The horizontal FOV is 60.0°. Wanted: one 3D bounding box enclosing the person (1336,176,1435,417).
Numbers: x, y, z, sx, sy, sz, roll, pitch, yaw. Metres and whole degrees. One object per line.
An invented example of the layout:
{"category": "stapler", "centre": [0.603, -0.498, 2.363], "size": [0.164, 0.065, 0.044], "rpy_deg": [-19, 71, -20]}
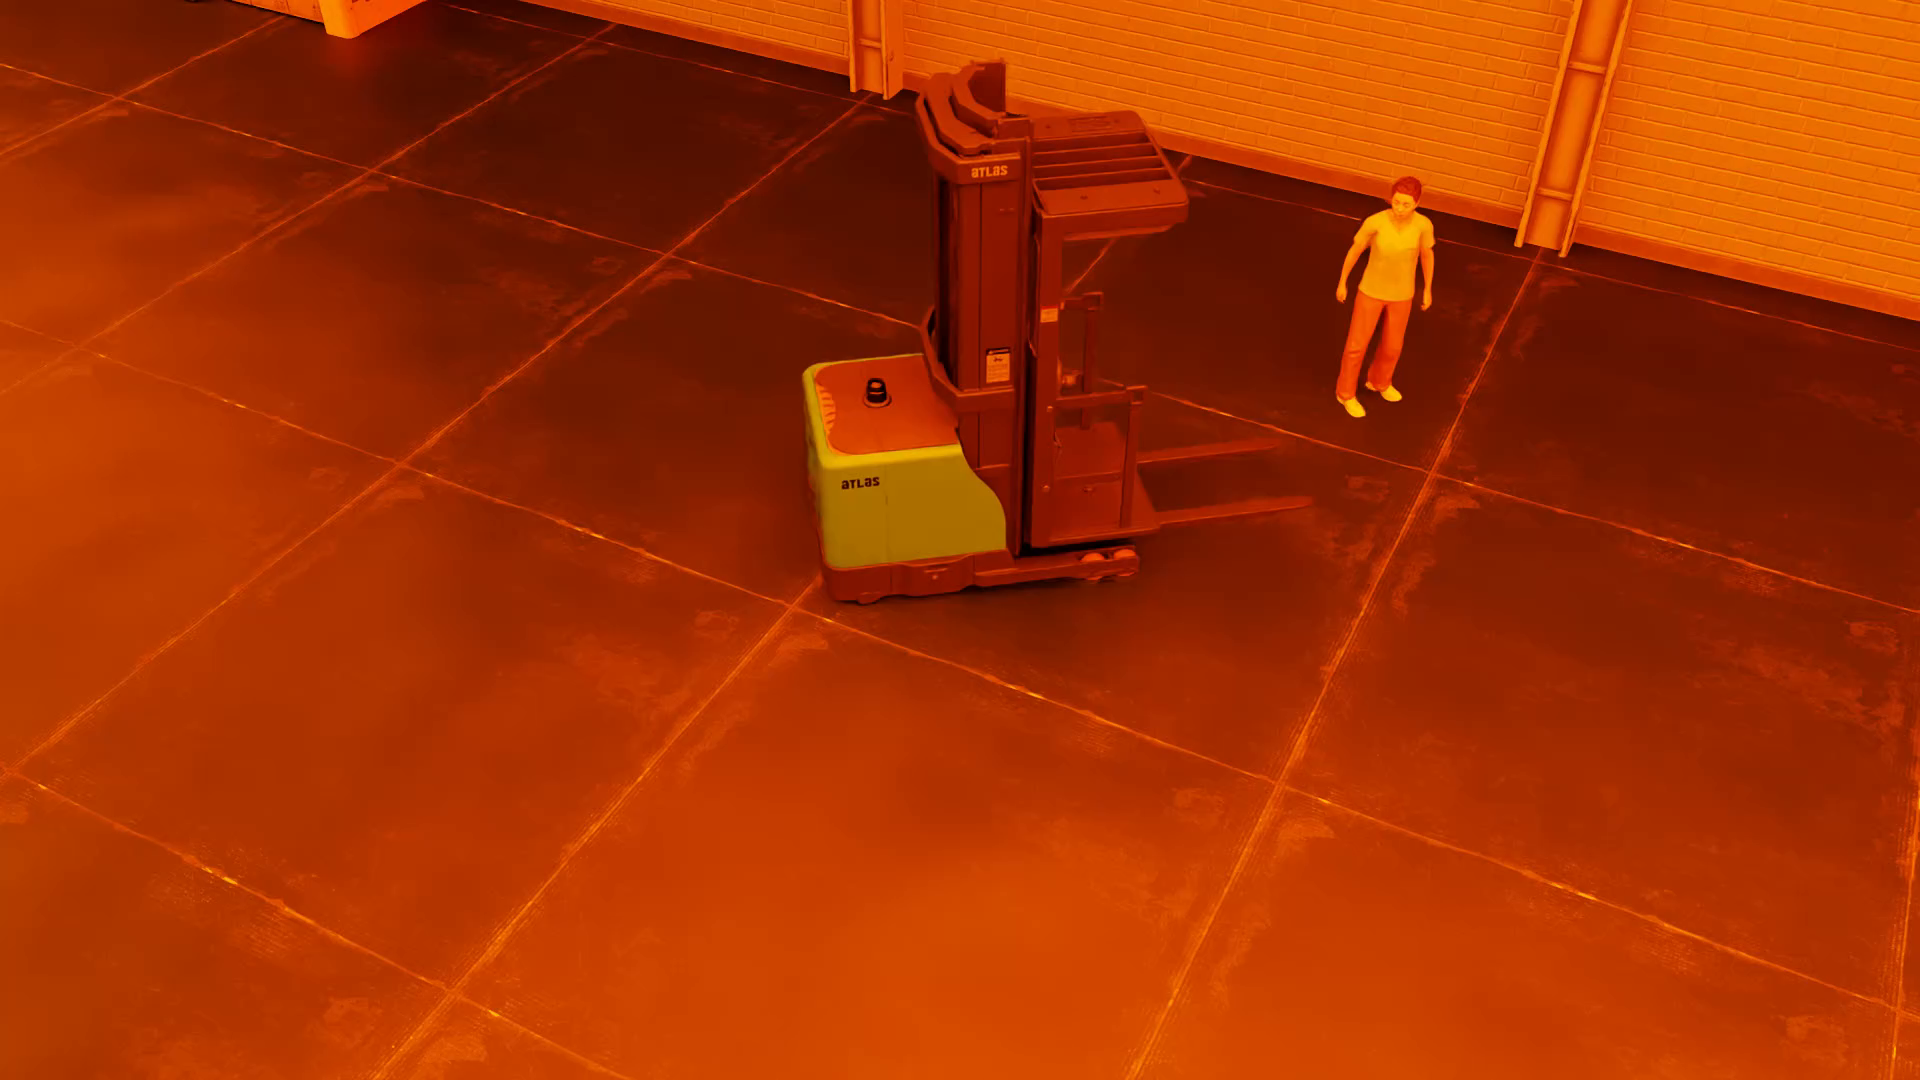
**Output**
{"category": "person", "centre": [2.783, -1.575, 10.868], "size": [0.615, 1.640, 0.466], "rpy_deg": [2, 40, 3]}

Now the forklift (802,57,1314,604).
{"category": "forklift", "centre": [0.620, -1.208, 9.421], "size": [3.031, 2.935, 1.130], "rpy_deg": [-7, 41, -8]}
